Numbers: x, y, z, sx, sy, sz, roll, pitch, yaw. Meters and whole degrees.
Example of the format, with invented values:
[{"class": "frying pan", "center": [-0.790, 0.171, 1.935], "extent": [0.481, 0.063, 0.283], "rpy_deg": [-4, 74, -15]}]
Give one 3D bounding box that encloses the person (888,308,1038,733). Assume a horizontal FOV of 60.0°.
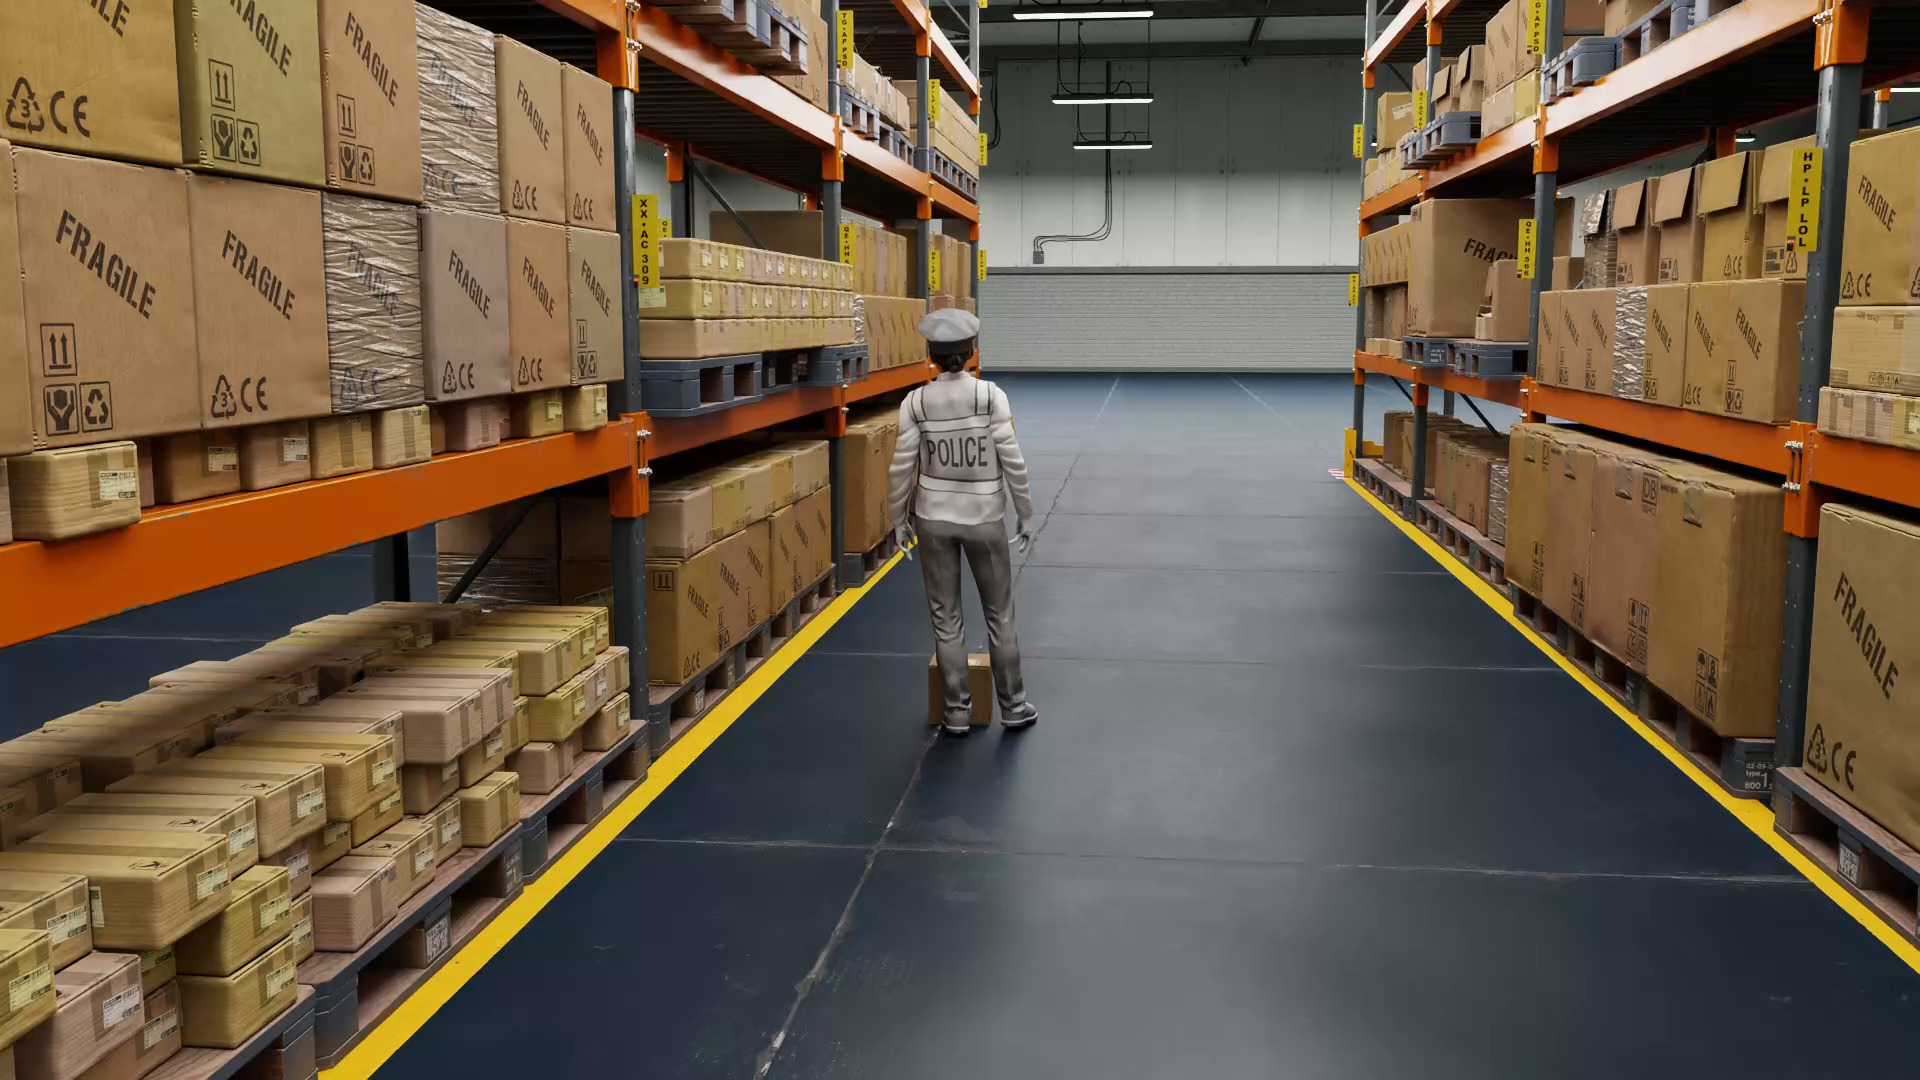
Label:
[{"class": "person", "center": [0.011, -0.074, 6.652], "extent": [0.587, 1.695, 0.530], "rpy_deg": [1, 8, 6]}]
